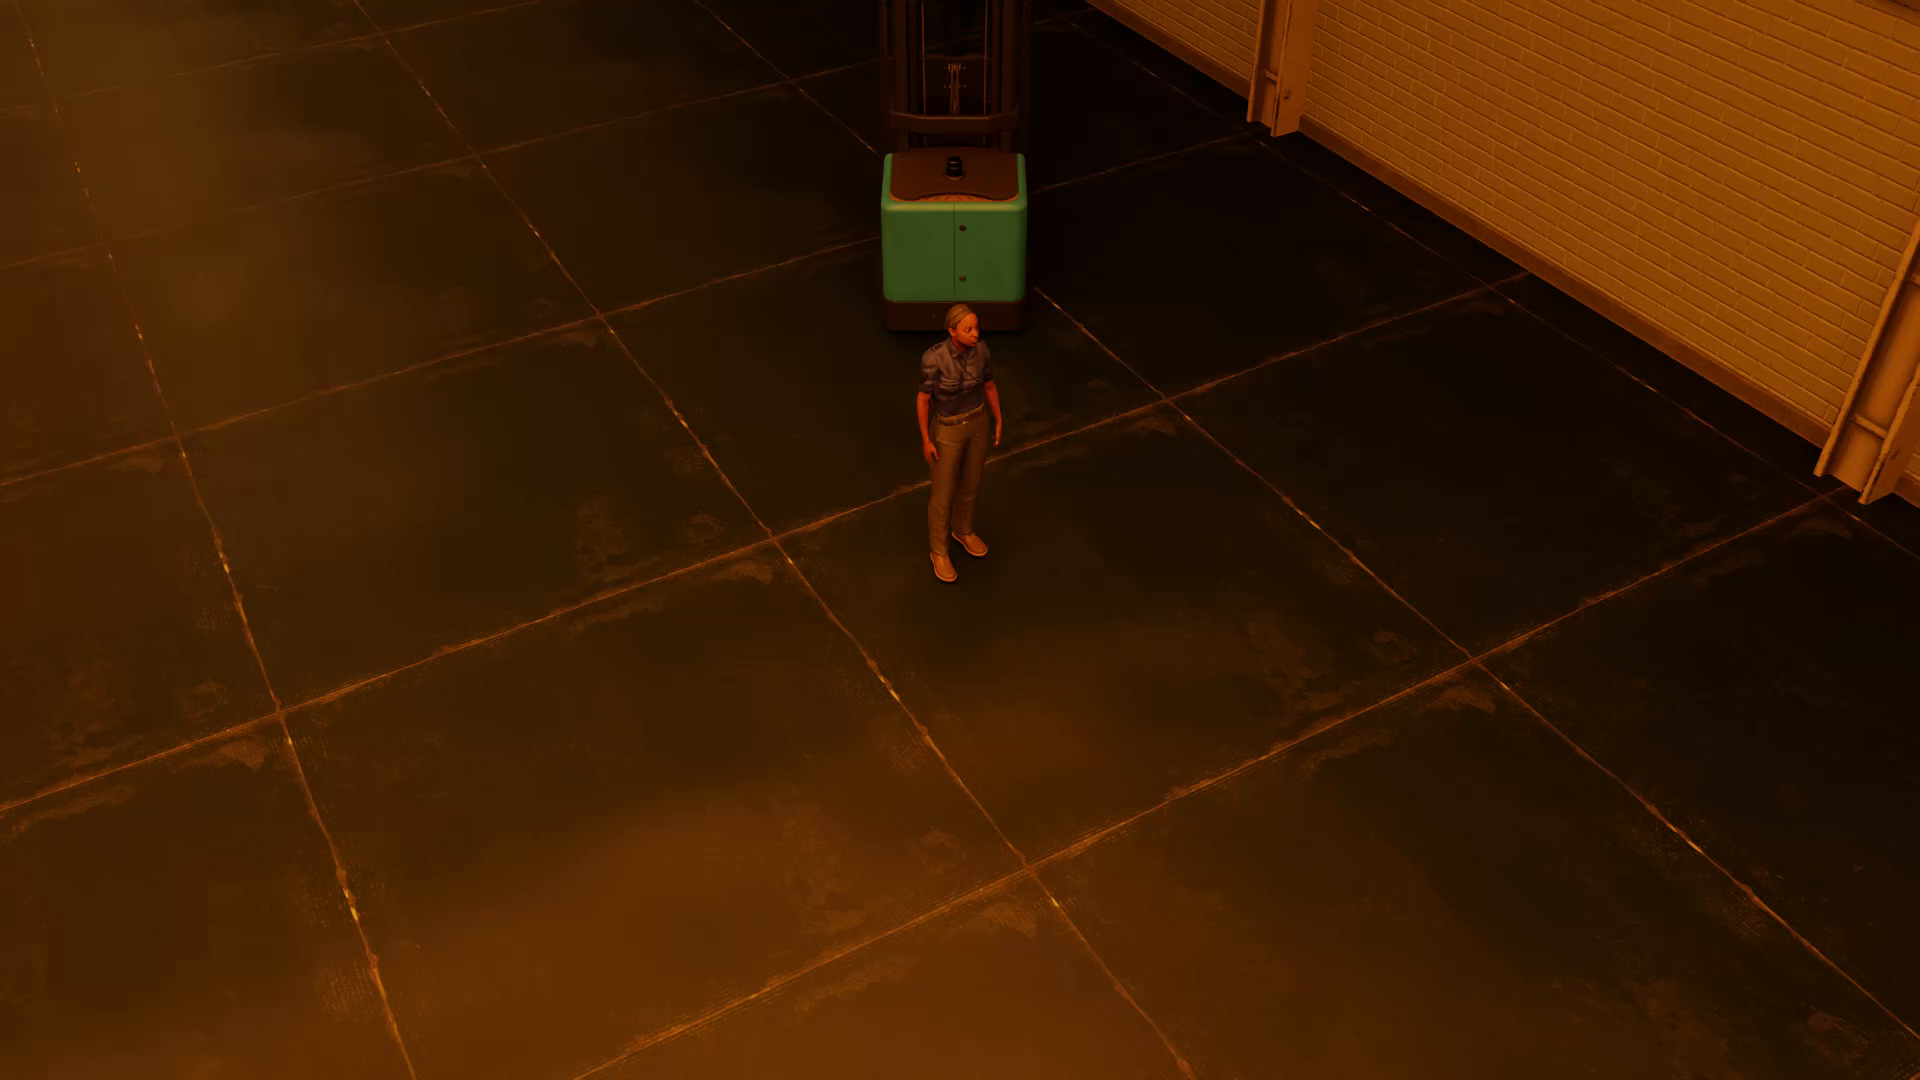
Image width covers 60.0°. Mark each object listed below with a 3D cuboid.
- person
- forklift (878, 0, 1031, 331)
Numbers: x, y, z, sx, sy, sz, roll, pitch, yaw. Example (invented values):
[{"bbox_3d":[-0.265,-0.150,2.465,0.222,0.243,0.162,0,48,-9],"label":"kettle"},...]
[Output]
[{"bbox_3d":[0.026,-0.587,9.733,0.569,1.654,0.504,-20,44,-23],"label":"person"},{"bbox_3d":[-0.038,-3.556,12.323,1.130,2.935,3.031,0,40,0],"label":"forklift"}]
